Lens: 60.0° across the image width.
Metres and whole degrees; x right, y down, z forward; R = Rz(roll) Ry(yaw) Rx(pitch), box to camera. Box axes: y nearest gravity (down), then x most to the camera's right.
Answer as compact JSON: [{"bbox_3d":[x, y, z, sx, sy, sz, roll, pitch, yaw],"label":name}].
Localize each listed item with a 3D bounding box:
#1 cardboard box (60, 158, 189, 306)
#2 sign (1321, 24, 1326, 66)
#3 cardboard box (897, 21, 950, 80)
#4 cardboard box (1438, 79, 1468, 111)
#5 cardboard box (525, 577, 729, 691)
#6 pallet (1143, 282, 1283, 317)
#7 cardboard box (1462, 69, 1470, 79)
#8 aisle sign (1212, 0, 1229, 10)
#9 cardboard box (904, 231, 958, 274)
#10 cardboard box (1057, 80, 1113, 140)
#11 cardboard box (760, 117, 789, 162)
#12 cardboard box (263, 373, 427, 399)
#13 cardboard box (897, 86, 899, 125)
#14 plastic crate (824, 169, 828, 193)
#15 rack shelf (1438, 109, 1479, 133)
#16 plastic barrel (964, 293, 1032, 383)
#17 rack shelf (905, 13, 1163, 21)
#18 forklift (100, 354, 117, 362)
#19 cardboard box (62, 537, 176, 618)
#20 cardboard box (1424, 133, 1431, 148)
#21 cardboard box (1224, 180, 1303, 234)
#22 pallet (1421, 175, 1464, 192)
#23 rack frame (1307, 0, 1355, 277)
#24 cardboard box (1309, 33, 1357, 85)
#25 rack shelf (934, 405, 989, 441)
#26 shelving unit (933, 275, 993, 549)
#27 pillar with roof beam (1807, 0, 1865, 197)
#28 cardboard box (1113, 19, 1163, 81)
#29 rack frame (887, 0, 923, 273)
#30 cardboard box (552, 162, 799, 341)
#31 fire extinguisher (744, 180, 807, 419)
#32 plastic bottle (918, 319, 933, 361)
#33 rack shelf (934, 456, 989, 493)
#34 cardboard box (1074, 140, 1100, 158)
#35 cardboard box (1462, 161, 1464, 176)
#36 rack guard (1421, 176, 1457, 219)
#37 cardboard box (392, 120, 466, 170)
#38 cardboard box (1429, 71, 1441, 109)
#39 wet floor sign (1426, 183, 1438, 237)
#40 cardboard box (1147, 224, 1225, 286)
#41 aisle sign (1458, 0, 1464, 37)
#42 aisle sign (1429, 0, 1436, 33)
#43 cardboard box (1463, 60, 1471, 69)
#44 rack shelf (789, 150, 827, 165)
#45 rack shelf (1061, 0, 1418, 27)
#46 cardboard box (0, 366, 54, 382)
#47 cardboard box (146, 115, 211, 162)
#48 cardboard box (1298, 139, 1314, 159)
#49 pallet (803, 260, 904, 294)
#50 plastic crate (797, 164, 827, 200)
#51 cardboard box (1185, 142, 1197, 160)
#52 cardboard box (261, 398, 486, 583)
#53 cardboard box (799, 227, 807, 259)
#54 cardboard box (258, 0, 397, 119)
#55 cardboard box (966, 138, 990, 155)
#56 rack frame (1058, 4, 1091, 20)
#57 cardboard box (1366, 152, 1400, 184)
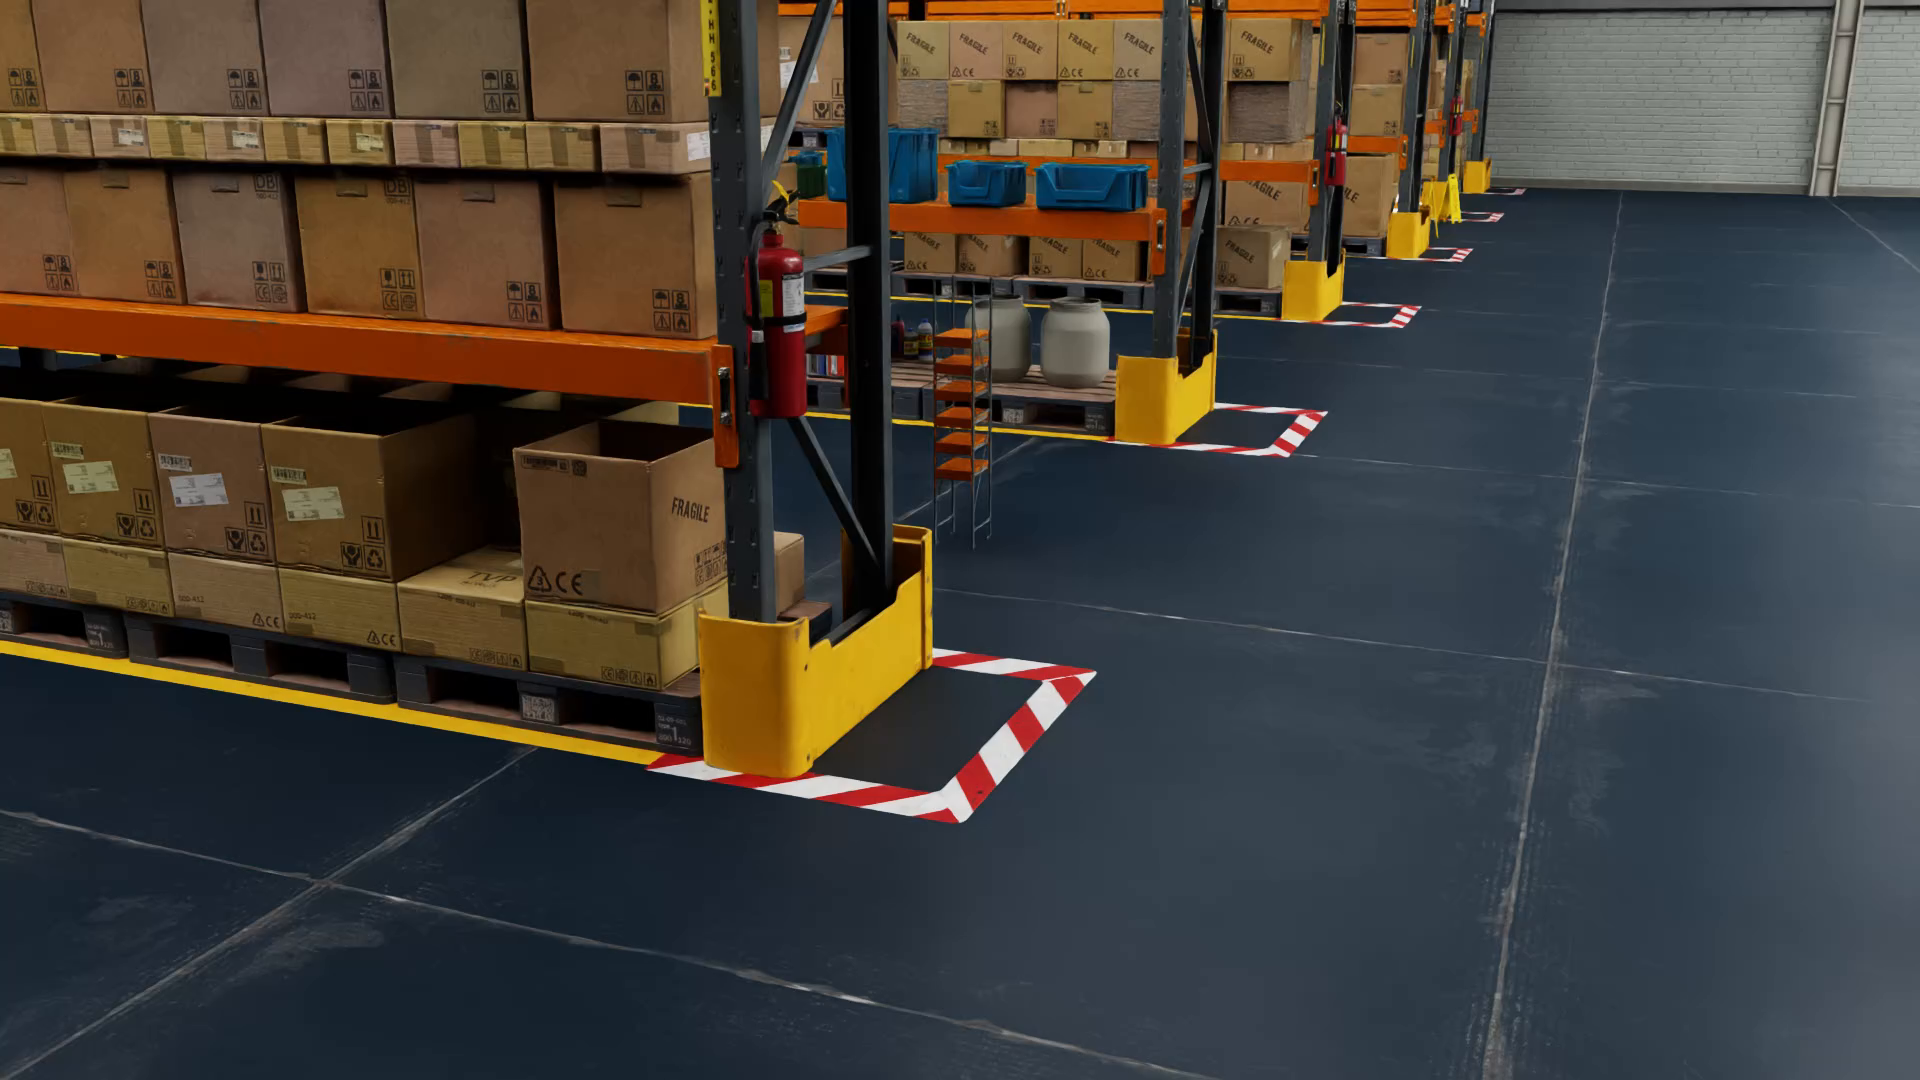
[{"bbox_3d":[-2.826,-1.178,6.170,0.500,0.500,0.700,7,17,21],"label":"cardboard box"},{"bbox_3d":[2.938,-4.004,13.440,0.005,0.325,0.100,6,17,21],"label":"sign"},{"bbox_3d":[-0.236,-4.406,14.964,0.500,0.500,0.500,6,17,21],"label":"cardboard box"},{"bbox_3d":[8.060,-7.326,27.348,0.500,0.500,0.500,6,17,19],"label":"cardboard box"},{"bbox_3d":[-1.085,0.272,5.536,0.500,0.250,0.500,6,17,21],"label":"cardboard box"},{"bbox_3d":[2.347,-2.199,14.868,1.213,0.211,1.003,6,17,21],"label":"pallet"},{"bbox_3d":[8.189,-7.618,27.191,0.250,0.149,0.380,7,17,21],"label":"cardboard box"},{"bbox_3d":[1.517,-3.470,9.584,0.004,0.787,0.394,6,17,21],"label":"aisle sign"},{"bbox_3d":[-0.204,-2.797,15.657,0.500,0.500,0.500,6,17,19],"label":"cardboard box"},{"bbox_3d":[1.239,-3.828,14.768,0.500,0.500,0.875,6,17,21],"label":"cardboard box"},{"bbox_3d":[-0.764,-1.324,5.512,0.250,0.149,0.380,6,17,20],"label":"cardboard box"},{"bbox_3d":[-2.290,-0.377,6.425,0.500,0.500,0.500,6,17,21],"label":"cardboard box"},{"bbox_3d":[-0.644,-5.310,20.403,0.500,0.500,0.500,6,17,20],"label":"cardboard box"},{"bbox_3d":[-0.775,-2.335,10.810,0.437,0.136,0.530,6,17,21],"label":"plastic crate"},{"bbox_3d":[6.754,-7.155,28.229,4.000,0.370,1.077,6,17,21],"label":"rack shelf"},{"bbox_3d":[0.236,-1.259,10.338,0.421,0.512,0.421,0,16,0],"label":"plastic barrel"},{"bbox_3d":[1.215,-7.717,24.784,4.000,0.370,1.077,6,17,21],"label":"rack shelf"},{"bbox_3d":[-3.570,-1.591,7.897,3.031,2.935,1.130,3,16,10],"label":"forklift"},{"bbox_3d":[-2.953,0.072,6.224,0.500,0.250,0.500,6,17,21],"label":"cardboard box"},{"bbox_3d":[7.594,-6.674,27.667,0.500,0.250,0.500,7,17,22],"label":"cardboard box"},{"bbox_3d":[3.600,-4.037,19.256,0.875,0.875,0.875,6,17,20],"label":"cardboard box"},{"bbox_3d":[7.887,-6.024,28.044,1.213,0.211,1.003,6,17,21],"label":"pallet"},{"bbox_3d":[3.160,-3.438,14.135,0.127,3.000,1.000,6,17,21],"label":"rack frame"},{"bbox_3d":[4.198,-5.385,18.635,0.550,0.550,0.875,6,17,21],"label":"cardboard box"},{"bbox_3d":[0.013,-0.532,7.514,0.180,0.103,0.258,6,17,21],"label":"rack shelf"},{"bbox_3d":[0.013,-0.575,7.501,0.189,1.200,0.258,6,17,21],"label":"shelving unit"},{"bbox_3d":[12.299,-8.751,21.678,0.400,9.000,9.100,6,17,21],"label":"pillar with roof beam"},{"bbox_3d":[1.626,-4.202,14.262,0.500,0.500,0.500,6,17,21],"label":"cardboard box"},{"bbox_3d":[-0.561,-3.847,15.544,0.127,3.000,1.000,6,17,21],"label":"rack frame"},{"bbox_3d":[-0.908,-0.968,5.448,0.500,0.500,0.700,6,17,21],"label":"cardboard box"},{"bbox_3d":[-0.539,-0.699,4.840,0.183,0.674,0.296,6,17,21],"label":"fire extinguisher"},{"bbox_3d":[-0.230,-1.320,10.946,0.097,0.271,0.097,0,16,0],"label":"plastic bottle"},{"bbox_3d":[0.013,-0.302,7.581,0.180,0.103,0.258,6,17,21],"label":"rack shelf"},{"bbox_3d":[1.178,-3.462,14.670,0.250,0.149,0.380,6,17,21],"label":"cardboard box"},{"bbox_3d":[8.229,-6.278,28.096,0.500,0.250,0.500,6,17,21],"label":"cardboard box"},{"bbox_3d":[6.726,-4.815,23.363,0.348,0.500,1.175,6,17,21],"label":"rack guard"},{"bbox_3d":[-1.619,-1.297,5.418,0.250,0.149,0.380,7,17,21],"label":"cardboard box"},{"bbox_3d":[6.457,-6.319,23.347,0.500,0.500,0.500,6,17,20],"label":"cardboard box"},{"bbox_3d":[5.827,-4.094,20.617,0.232,0.644,0.267,3,17,11],"label":"wet floor sign"},{"bbox_3d":[2.017,-2.559,14.840,0.500,0.500,0.500,12,20,35],"label":"cardboard box"},{"bbox_3d":[6.747,-7.175,22.345,0.004,0.787,0.394,6,17,21],"label":"aisle sign"},{"bbox_3d":[5.250,-6.033,18.411,0.004,0.787,0.394,6,17,21],"label":"aisle sign"},{"bbox_3d":[8.203,-7.780,27.216,0.250,0.149,0.380,6,17,21],"label":"cardboard box"},{"bbox_3d":[-2.421,-3.706,16.349,4.000,0.370,1.077,6,17,21],"label":"rack shelf"},{"bbox_3d":[3.213,-6.013,18.917,4.000,0.370,1.077,6,17,21],"label":"rack shelf"},{"bbox_3d":[-3.883,-0.391,6.473,0.500,0.500,0.500,6,17,21],"label":"cardboard box"},{"bbox_3d":[-2.578,-1.402,5.781,0.250,0.149,0.380,6,17,20],"label":"cardboard box"},{"bbox_3d":[2.982,-3.408,14.483,0.250,0.149,0.380,6,17,21],"label":"cardboard box"},{"bbox_3d":[-1.286,-2.587,16.206,1.213,0.211,1.003,6,17,21],"label":"pallet"},{"bbox_3d":[-1.219,-2.248,10.418,0.662,0.188,0.450,6,17,21],"label":"plastic crate"},{"bbox_3d":[2.109,-3.360,14.318,0.250,0.149,0.380,6,17,21],"label":"cardboard box"},{"bbox_3d":[-2.022,-0.186,5.769,0.500,0.500,0.500,6,17,21],"label":"cardboard box"},{"bbox_3d":[-1.561,-2.980,16.252,0.500,0.500,0.700,6,17,20],"label":"cardboard box"},{"bbox_3d":[-1.917,-1.700,5.643,0.500,0.500,0.700,6,17,21],"label":"cardboard box"},{"bbox_3d":[0.235,-3.556,14.992,0.250,0.149,0.380,6,17,21],"label":"cardboard box"},{"bbox_3d":[1.353,-5.123,19.940,0.127,3.000,1.000,6,17,21],"label":"rack frame"},{"bbox_3d":[5.955,-5.263,23.257,0.500,0.500,0.500,6,17,21],"label":"cardboard box"}]
